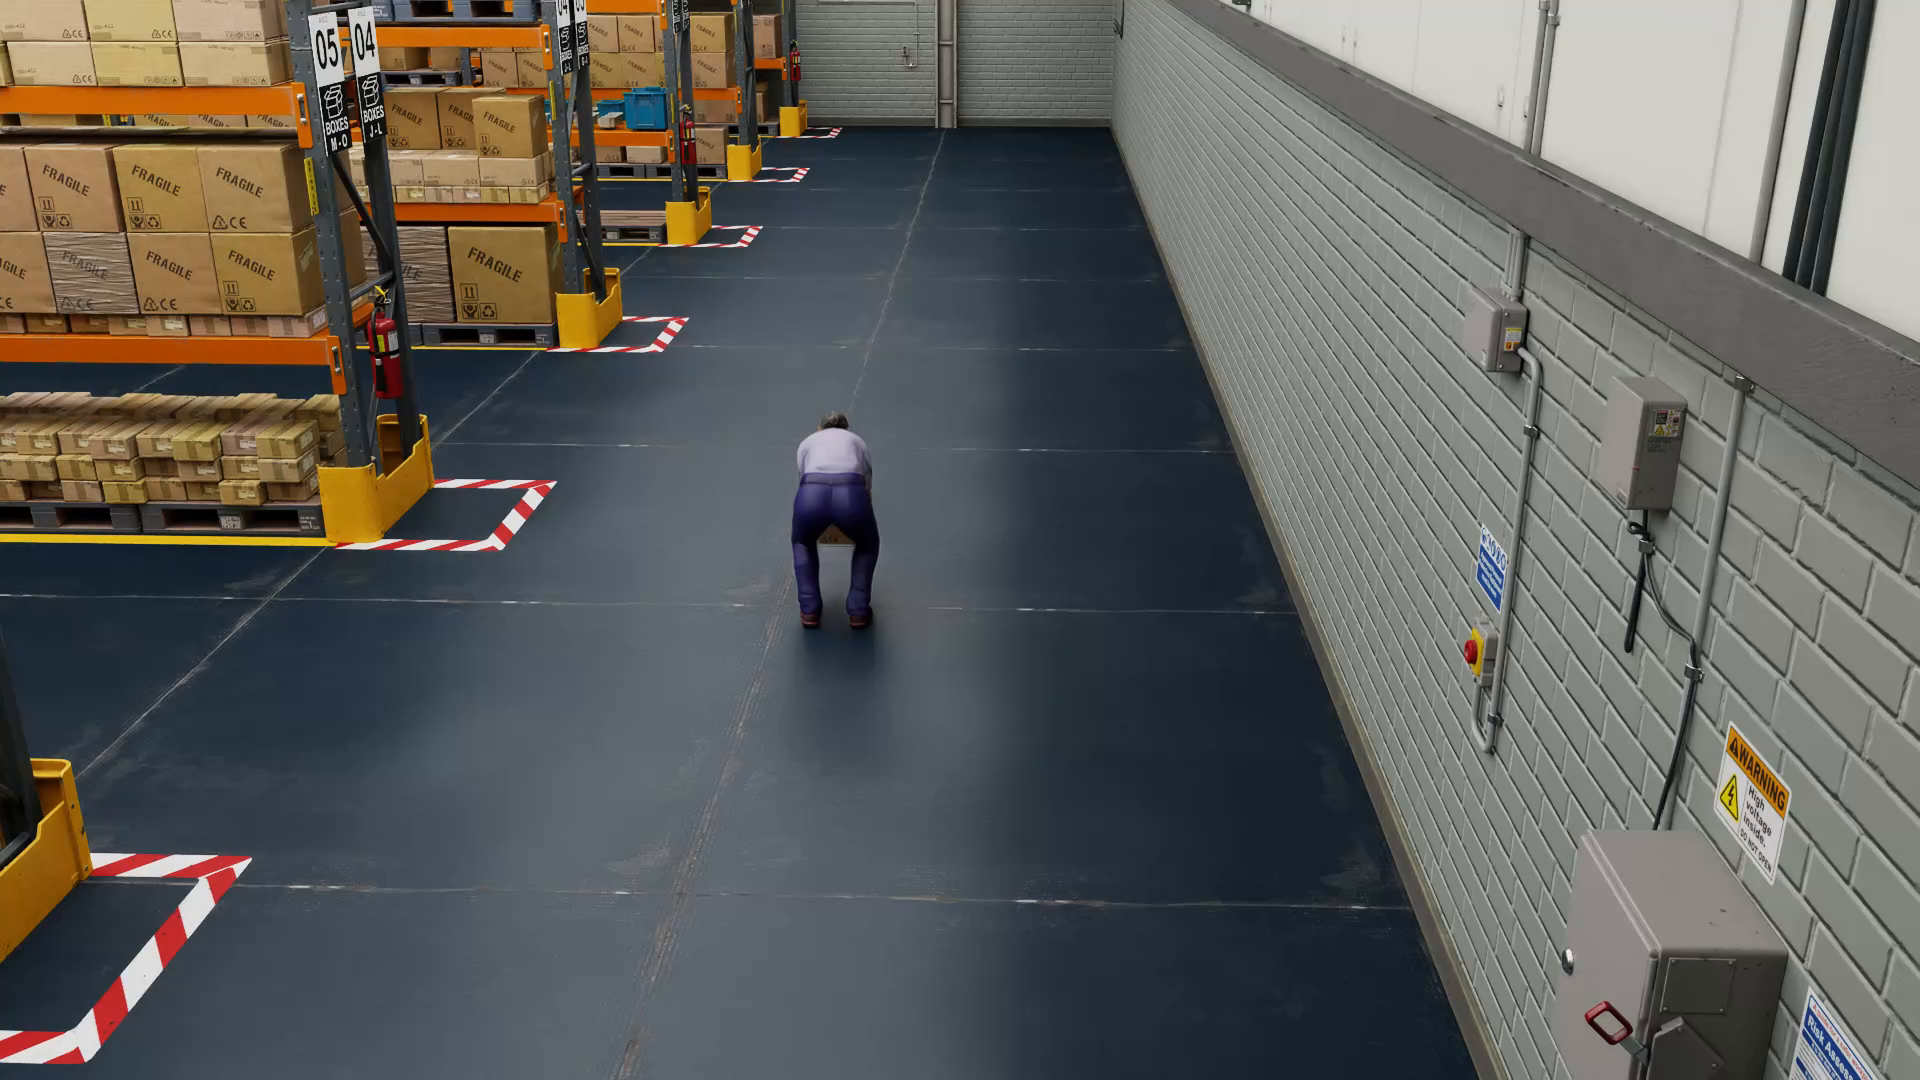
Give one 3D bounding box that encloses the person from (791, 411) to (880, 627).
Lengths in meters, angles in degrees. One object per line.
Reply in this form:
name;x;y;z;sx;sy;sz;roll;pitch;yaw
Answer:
person;-0.703;-0.112;9.404;0.502;1.085;0.885;0;21;-1
